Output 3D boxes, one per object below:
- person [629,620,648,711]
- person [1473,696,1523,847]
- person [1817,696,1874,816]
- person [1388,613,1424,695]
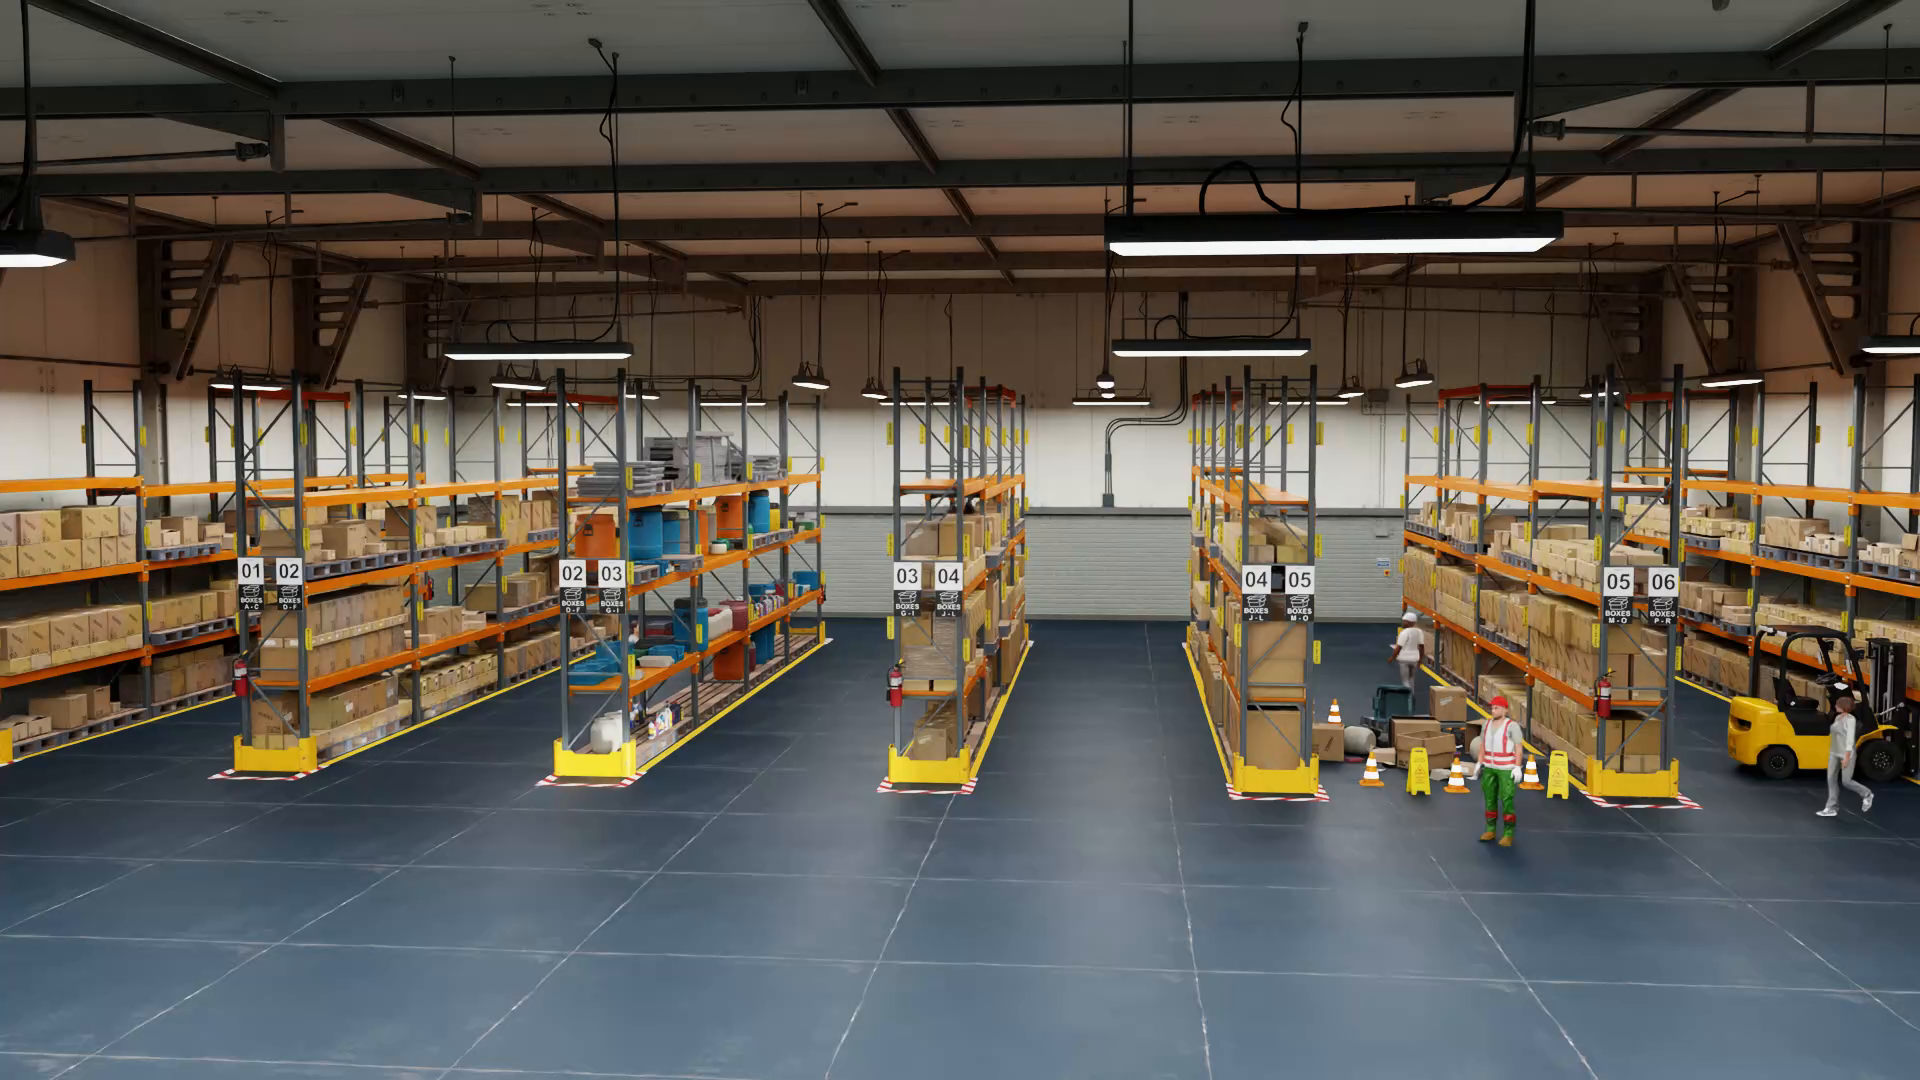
[{"bbox_3d":[-5.852,2.324,30.406,0.515,1.732,0.425,-3,5,-44],"label":"person"},{"bbox_3d":[6.630,2.833,20.530,0.372,1.813,0.589,-3,5,-38],"label":"person"},{"bbox_3d":[11.650,2.843,21.848,0.710,1.589,0.387,-1,4,-15],"label":"person"},{"bbox_3d":[8.198,2.224,30.508,0.657,1.799,0.692,0,4,-6],"label":"person"}]
